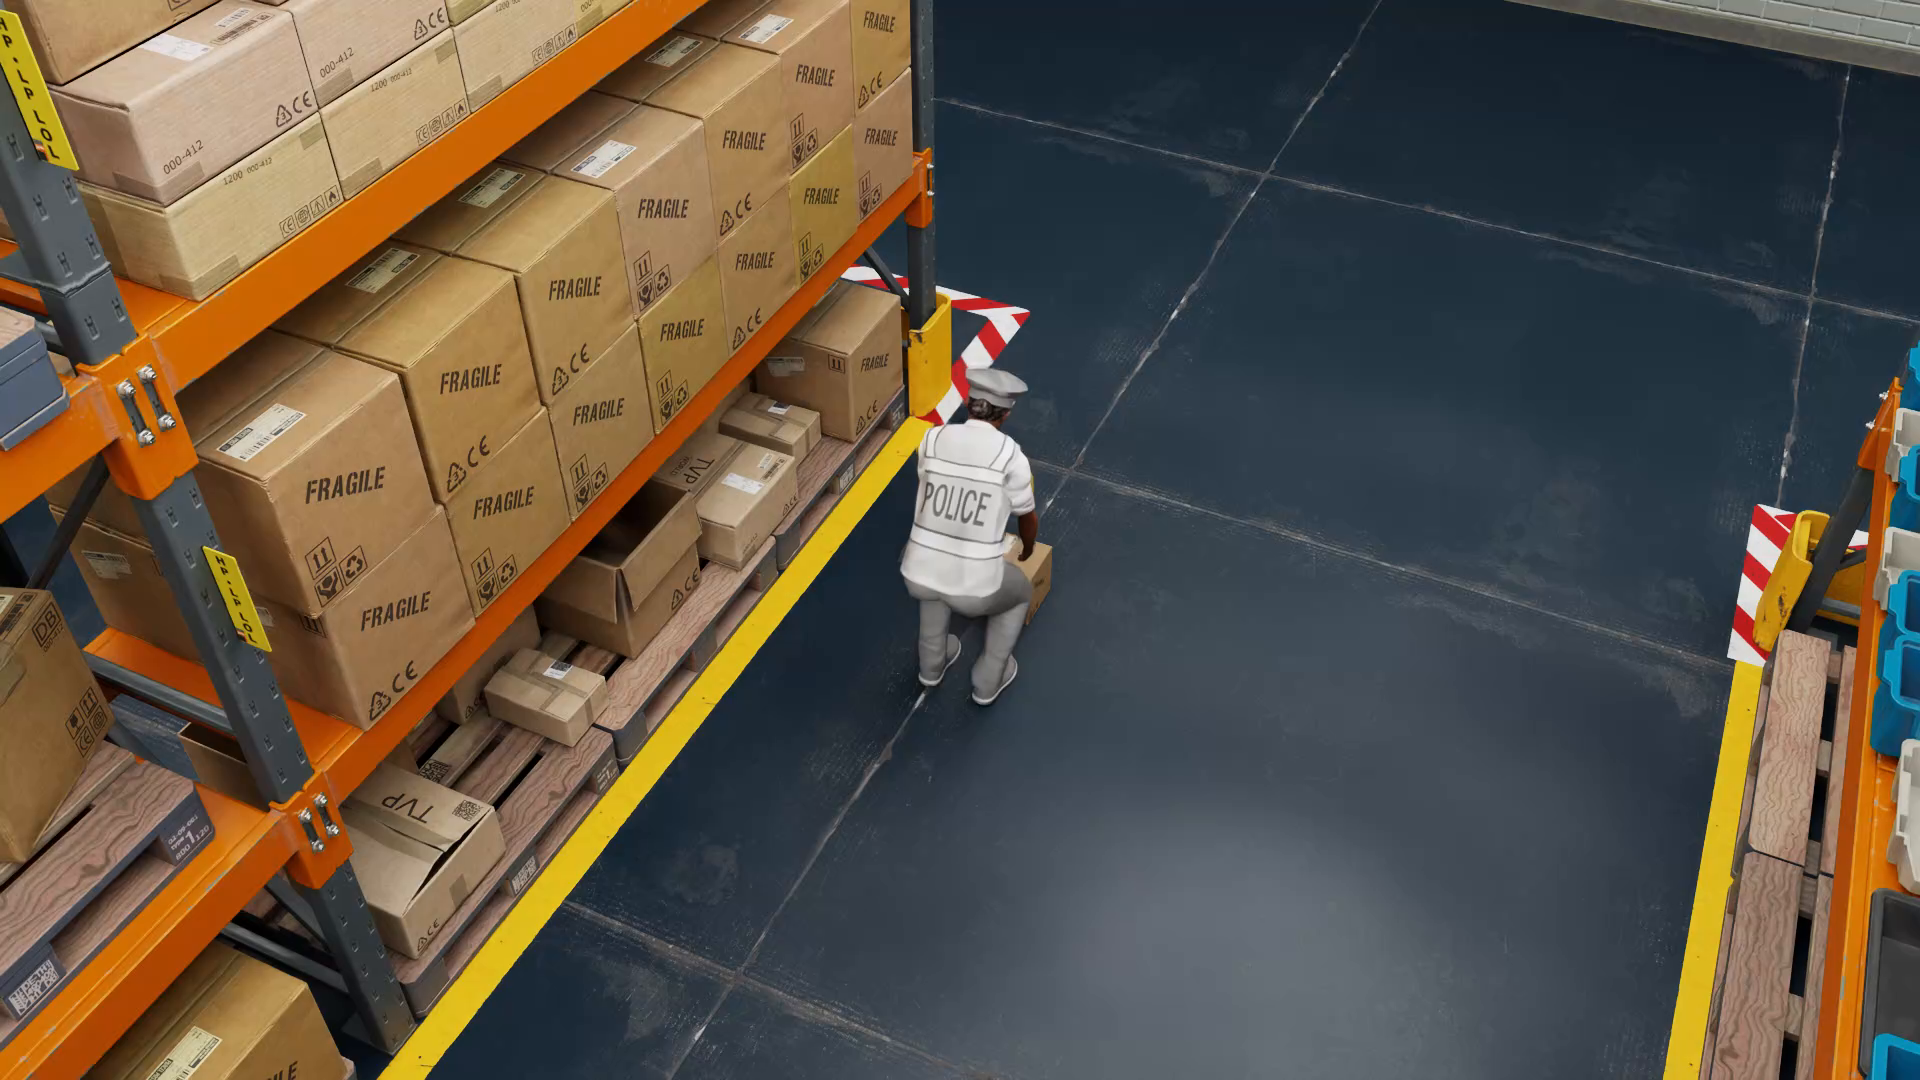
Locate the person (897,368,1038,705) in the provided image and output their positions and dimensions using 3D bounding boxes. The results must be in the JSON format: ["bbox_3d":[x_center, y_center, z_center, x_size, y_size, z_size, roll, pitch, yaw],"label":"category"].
[{"bbox_3d":[0.028,0.006,6.428,0.499,1.303,0.756,18,45,18],"label":"person"}]
